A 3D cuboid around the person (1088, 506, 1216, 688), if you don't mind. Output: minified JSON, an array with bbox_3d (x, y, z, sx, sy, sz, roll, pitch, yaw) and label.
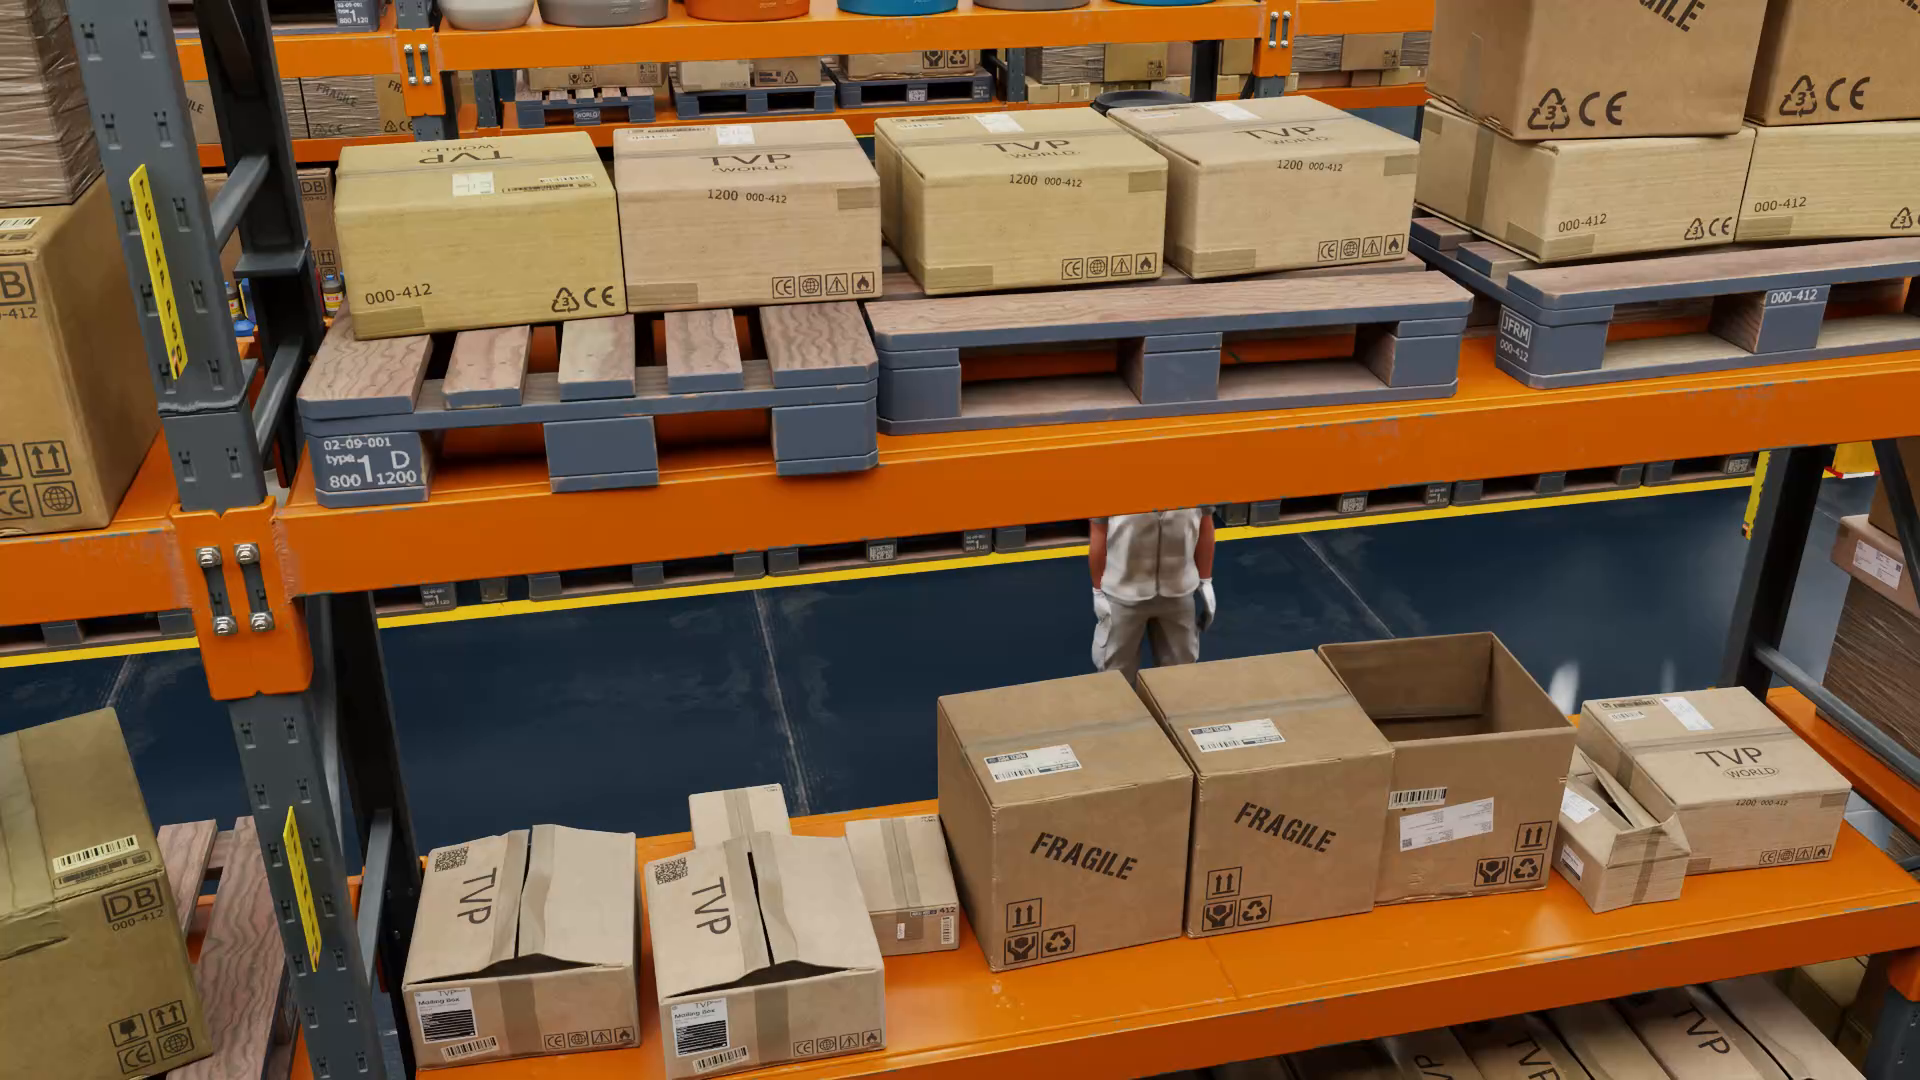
[{"bbox_3d":[0.765,0.214,6.672,0.528,1.781,0.351,-5,27,-11],"label":"person"}]
